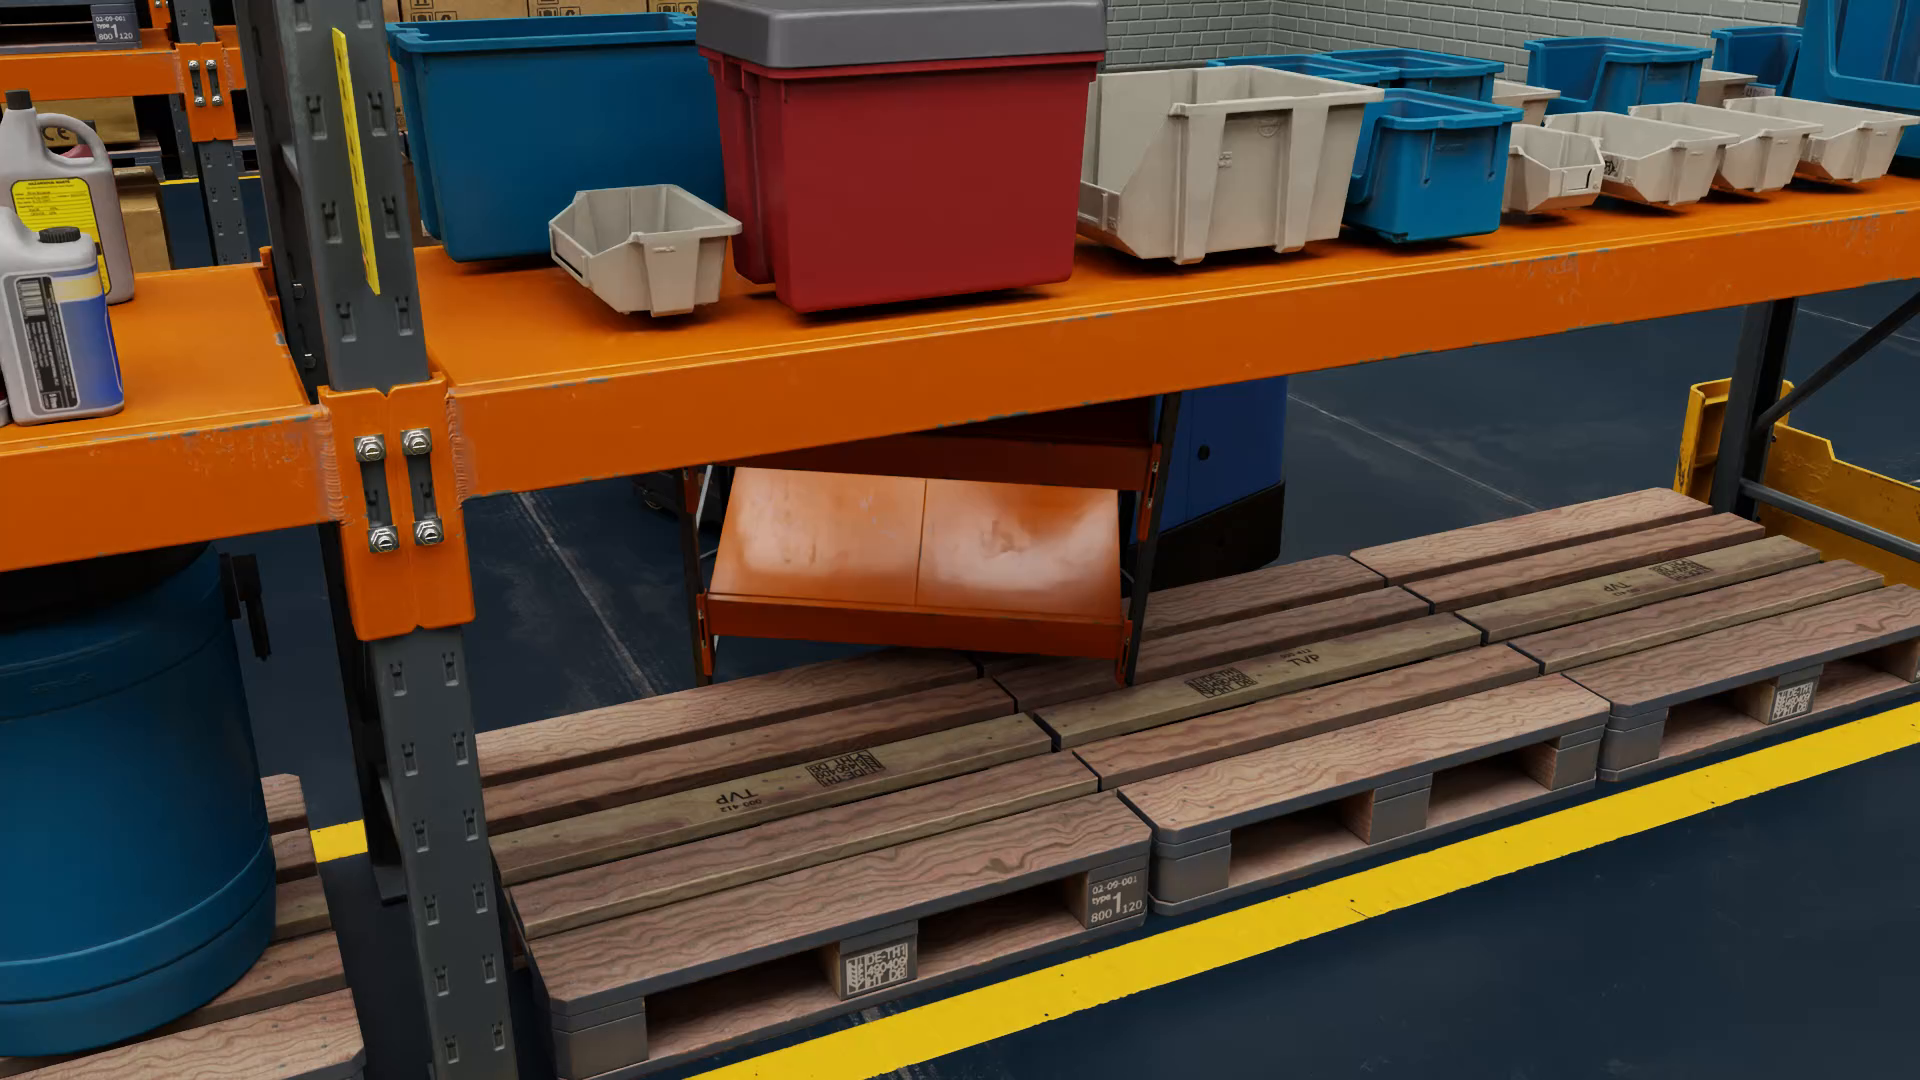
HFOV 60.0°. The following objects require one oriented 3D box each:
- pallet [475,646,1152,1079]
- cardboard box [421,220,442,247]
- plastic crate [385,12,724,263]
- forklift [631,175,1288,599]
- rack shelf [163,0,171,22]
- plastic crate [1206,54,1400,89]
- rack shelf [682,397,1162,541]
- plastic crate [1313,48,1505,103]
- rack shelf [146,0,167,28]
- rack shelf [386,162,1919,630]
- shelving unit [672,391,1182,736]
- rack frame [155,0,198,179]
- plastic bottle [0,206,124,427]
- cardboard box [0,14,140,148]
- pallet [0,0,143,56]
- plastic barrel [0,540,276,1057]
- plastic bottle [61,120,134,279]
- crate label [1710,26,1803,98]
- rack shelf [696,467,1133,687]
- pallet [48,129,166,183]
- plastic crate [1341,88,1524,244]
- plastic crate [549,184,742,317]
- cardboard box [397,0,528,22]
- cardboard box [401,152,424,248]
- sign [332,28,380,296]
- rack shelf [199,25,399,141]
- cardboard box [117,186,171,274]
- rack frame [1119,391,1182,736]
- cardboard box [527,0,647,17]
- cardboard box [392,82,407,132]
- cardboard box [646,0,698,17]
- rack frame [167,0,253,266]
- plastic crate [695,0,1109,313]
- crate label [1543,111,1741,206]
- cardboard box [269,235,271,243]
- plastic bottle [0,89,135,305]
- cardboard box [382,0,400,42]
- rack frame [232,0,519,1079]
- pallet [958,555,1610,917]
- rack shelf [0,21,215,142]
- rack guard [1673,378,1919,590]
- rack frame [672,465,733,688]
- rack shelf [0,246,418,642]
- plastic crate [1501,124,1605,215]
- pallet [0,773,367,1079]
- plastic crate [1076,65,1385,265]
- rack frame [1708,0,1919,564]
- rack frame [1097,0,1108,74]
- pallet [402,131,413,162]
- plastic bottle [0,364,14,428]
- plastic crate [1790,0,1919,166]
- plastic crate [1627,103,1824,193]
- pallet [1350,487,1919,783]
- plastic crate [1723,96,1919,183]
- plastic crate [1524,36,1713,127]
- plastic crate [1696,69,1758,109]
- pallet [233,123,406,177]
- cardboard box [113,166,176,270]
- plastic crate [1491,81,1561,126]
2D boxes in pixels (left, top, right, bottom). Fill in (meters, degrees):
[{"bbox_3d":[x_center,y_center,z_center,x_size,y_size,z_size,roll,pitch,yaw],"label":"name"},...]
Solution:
[{"bbox_3d":[-0.367,0.607,3.507,1.213,0.211,1.003,-10,25,-24],"label":"pallet"},{"bbox_3d":[-2.455,-1.415,7.898,0.250,0.149,0.380,-10,25,-24],"label":"cardboard box"},{"bbox_3d":[-0.740,-0.761,3.109,0.575,0.384,0.392,-10,25,-24],"label":"plastic crate"},{"bbox_3d":[-0.438,-1.524,5.099,1.130,2.935,3.031,-21,30,-41],"label":"forklift"},{"bbox_3d":[-3.507,-3.959,11.834,4.000,0.370,1.077,-10,25,-24],"label":"rack shelf"},{"bbox_3d":[0.770,-0.964,3.797,0.300,0.233,0.416,-10,25,-24],"label":"plastic crate"},{"bbox_3d":[-0.077,-0.306,3.694,1.000,0.278,0.538,3,45,0],"label":"rack shelf"},{"bbox_3d":[1.040,-1.014,3.918,0.300,0.233,0.416,-10,25,-24],"label":"plastic crate"},{"bbox_3d":[-7.111,-3.296,10.231,4.000,0.370,1.077,-10,25,-24],"label":"rack shelf"},{"bbox_3d":[0.790,-0.545,3.586,4.000,0.370,1.077,-10,25,-24],"label":"rack shelf"},{"bbox_3d":[-0.088,-0.098,3.900,1.048,1.125,0.538,3,45,0],"label":"shelving unit"},{"bbox_3d":[-5.309,-3.960,10.895,0.127,3.000,1.000,-10,25,-24],"label":"rack frame"},{"bbox_3d":[-1.227,-0.312,2.243,0.135,0.276,0.152,-10,25,-24],"label":"plastic bottle"},{"bbox_3d":[-5.838,-3.008,10.857,0.750,0.750,0.750,-10,25,-23],"label":"cardboard box"},{"bbox_3d":[-3.925,-2.070,6.579,1.213,0.211,1.003,-10,25,-24],"label":"pallet"},{"bbox_3d":[-1.510,0.314,2.764,0.708,0.901,0.600,-10,25,-24],"label":"plastic barrel"},{"bbox_3d":[-1.528,-0.578,2.877,0.133,0.283,0.061,-10,25,-24],"label":"plastic bottle"},{"bbox_3d":[2.227,-1.232,4.445,0.303,0.233,0.416,-10,25,-24],"label":"crate label"},{"bbox_3d":[-0.097,0.076,4.071,1.000,0.278,0.538,3,45,0],"label":"rack shelf"},{"bbox_3d":[-5.972,-2.518,11.056,1.213,0.211,1.003,-10,25,-24],"label":"pallet"},{"bbox_3d":[0.853,-0.731,3.234,0.300,0.233,0.416,-10,25,-24],"label":"plastic crate"},{"bbox_3d":[-0.531,-0.480,2.753,0.243,0.136,0.396,-10,25,-24],"label":"plastic crate"},{"bbox_3d":[-2.120,-2.376,6.938,0.500,0.500,0.500,-10,24,-23],"label":"cardboard box"},{"bbox_3d":[-2.767,-1.494,7.631,0.500,0.500,0.500,-10,25,-24],"label":"cardboard box"},{"bbox_3d":[-0.775,-0.484,2.135,0.005,0.325,0.100,-10,25,-24],"label":"sign"},{"bbox_3d":[-1.355,-2.253,7.711,4.000,0.370,1.077,-10,25,-24],"label":"rack shelf"},{"bbox_3d":[-3.478,-1.121,6.730,0.500,0.500,0.500,-11,25,-24],"label":"cardboard box"},{"bbox_3d":[0.420,-0.067,3.896,0.032,1.125,0.500,3,45,0],"label":"rack frame"},{"bbox_3d":[-1.668,-2.459,7.137,0.500,0.500,0.500,-11,25,-24],"label":"cardboard box"},{"bbox_3d":[-4.137,-3.170,11.705,0.500,0.500,0.700,-11,25,-24],"label":"cardboard box"},{"bbox_3d":[-1.210,-2.543,7.342,0.500,0.500,0.500,-11,25,-24],"label":"cardboard box"},{"bbox_3d":[-3.157,-2.254,6.772,0.127,3.000,1.000,-10,25,-24],"label":"rack frame"},{"bbox_3d":[-0.099,-0.665,2.772,0.583,0.464,0.402,-10,25,-24],"label":"plastic crate"},{"bbox_3d":[1.428,-0.820,3.575,0.243,0.136,0.396,-10,25,-24],"label":"crate label"},{"bbox_3d":[-2.685,-1.210,7.190,0.500,0.311,0.500,-10,25,-24],"label":"cardboard box"},{"bbox_3d":[-1.506,-0.570,2.769,0.185,0.351,0.144,-10,25,-24],"label":"plastic bottle"},{"bbox_3d":[-2.580,-2.290,6.730,0.500,0.500,0.500,-10,24,-22],"label":"cardboard box"},{"bbox_3d":[-1.012,-0.546,2.647,0.127,3.000,1.000,-10,25,-24],"label":"rack frame"},{"bbox_3d":[0.734,0.403,4.000,1.213,0.211,1.003,-10,25,-24],"label":"pallet"},{"bbox_3d":[-4.959,-1.589,6.108,4.000,0.370,1.077,-10,25,-24],"label":"rack shelf"},{"bbox_3d":[2.608,-0.063,4.748,0.348,0.500,1.175,-10,25,-24],"label":"rack guard"},{"bbox_3d":[-0.595,-0.128,3.903,0.032,1.125,0.500,3,45,0],"label":"rack frame"},{"bbox_3d":[-2.814,0.118,1.983,4.000,0.370,1.077,-10,25,-24],"label":"rack shelf"},{"bbox_3d":[1.169,-0.764,3.441,0.250,0.136,0.298,-10,25,-24],"label":"plastic crate"},{"bbox_3d":[-1.726,0.856,2.906,1.213,0.211,1.003,-10,25,-24],"label":"pallet"},{"bbox_3d":[0.444,-0.709,3.116,0.530,0.282,0.437,-10,25,-24],"label":"plastic crate"},{"bbox_3d":[2.592,-1.209,4.250,0.127,3.000,1.000,-10,25,-24],"label":"rack frame"},{"bbox_3d":[0.447,-2.917,8.375,0.127,3.000,1.000,-10,25,-24],"label":"rack frame"},{"bbox_3d":[-3.489,-2.975,12.160,1.213,0.211,1.003,-10,25,-24],"label":"pallet"},{"bbox_3d":[-1.320,-0.249,2.188,0.097,0.201,0.097,0,22,0],"label":"plastic bottle"},{"bbox_3d":[2.371,-1.133,3.942,0.499,0.435,0.616,-10,25,-24],"label":"plastic crate"},{"bbox_3d":[1.668,-0.874,3.707,0.243,0.136,0.396,-10,25,-24],"label":"plastic crate"},{"bbox_3d":[1.832,0.203,4.485,1.213,0.211,1.003,-10,25,-24],"label":"pallet"},{"bbox_3d":[1.936,-0.918,3.811,0.243,0.136,0.396,-10,25,-24],"label":"plastic crate"},{"bbox_3d":[1.634,-1.123,4.182,0.300,0.233,0.416,-10,25,-24],"label":"plastic crate"},{"bbox_3d":[1.902,-1.163,4.404,0.298,0.136,0.250,-10,25,-24],"label":"plastic crate"},{"bbox_3d":[-4.590,-2.771,11.668,1.213,0.211,1.003,-10,25,-24],"label":"pallet"},{"bbox_3d":[-3.699,-1.306,7.175,0.500,0.500,0.500,-12,25,-26],"label":"cardboard box"},{"bbox_3d":[1.291,-1.051,4.132,0.298,0.136,0.250,-10,25,-24],"label":"plastic crate"}]
